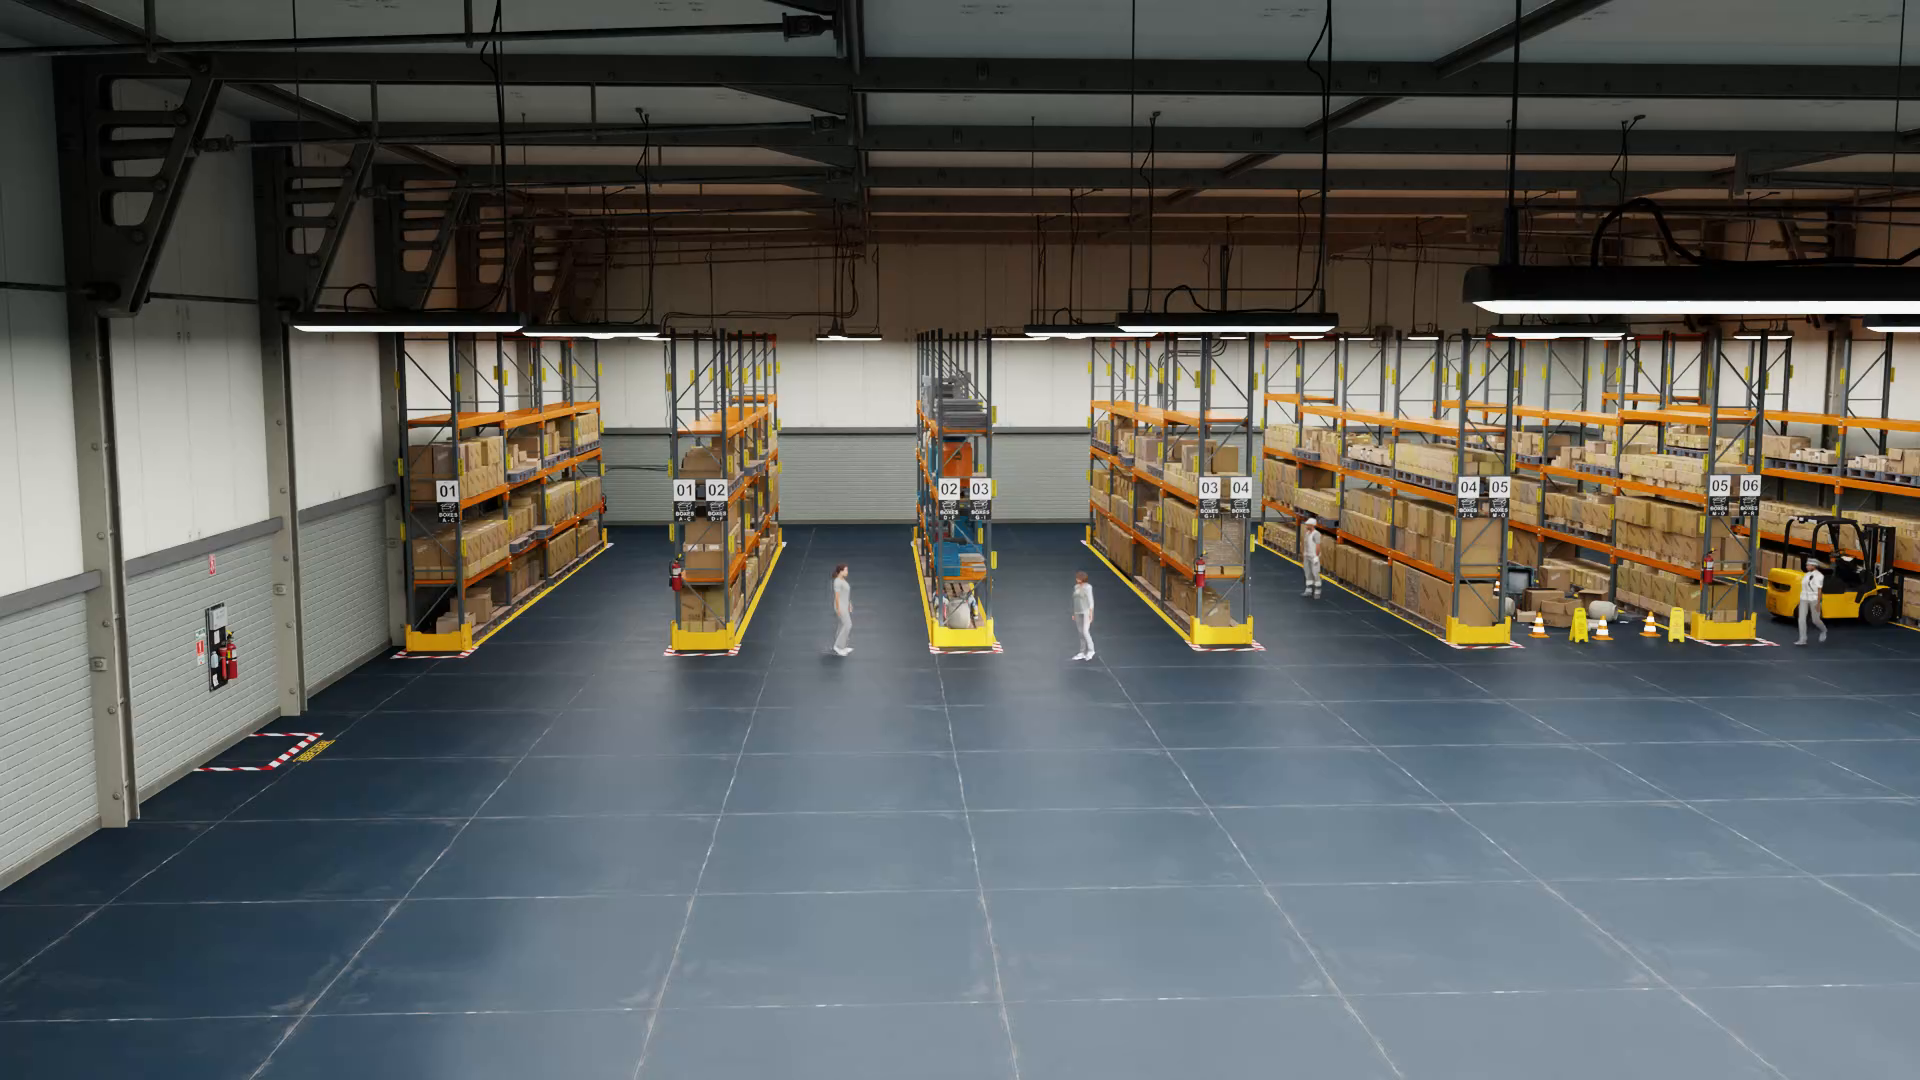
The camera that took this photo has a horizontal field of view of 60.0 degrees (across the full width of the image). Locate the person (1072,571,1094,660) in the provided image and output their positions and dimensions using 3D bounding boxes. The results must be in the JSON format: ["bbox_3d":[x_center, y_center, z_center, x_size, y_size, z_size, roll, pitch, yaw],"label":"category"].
[{"bbox_3d":[2.230,1.367,30.285,0.329,1.613,0.464,-6,9,-40],"label":"person"}]

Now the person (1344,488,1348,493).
[{"bbox_3d":[10.868,-0.638,47.006,0.345,1.669,0.466,2,7,13],"label":"person"}]

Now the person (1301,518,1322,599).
[{"bbox_3d":[7.978,0.411,37.654,0.360,1.822,0.549,-5,8,-35],"label":"person"}]

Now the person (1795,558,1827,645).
[{"bbox_3d":[16.210,1.158,31.630,0.717,1.658,0.436,-6,9,-39],"label":"person"}]

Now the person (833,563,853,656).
[{"bbox_3d":[-2.183,1.272,30.841,0.379,1.689,0.503,0,7,3],"label":"person"}]
